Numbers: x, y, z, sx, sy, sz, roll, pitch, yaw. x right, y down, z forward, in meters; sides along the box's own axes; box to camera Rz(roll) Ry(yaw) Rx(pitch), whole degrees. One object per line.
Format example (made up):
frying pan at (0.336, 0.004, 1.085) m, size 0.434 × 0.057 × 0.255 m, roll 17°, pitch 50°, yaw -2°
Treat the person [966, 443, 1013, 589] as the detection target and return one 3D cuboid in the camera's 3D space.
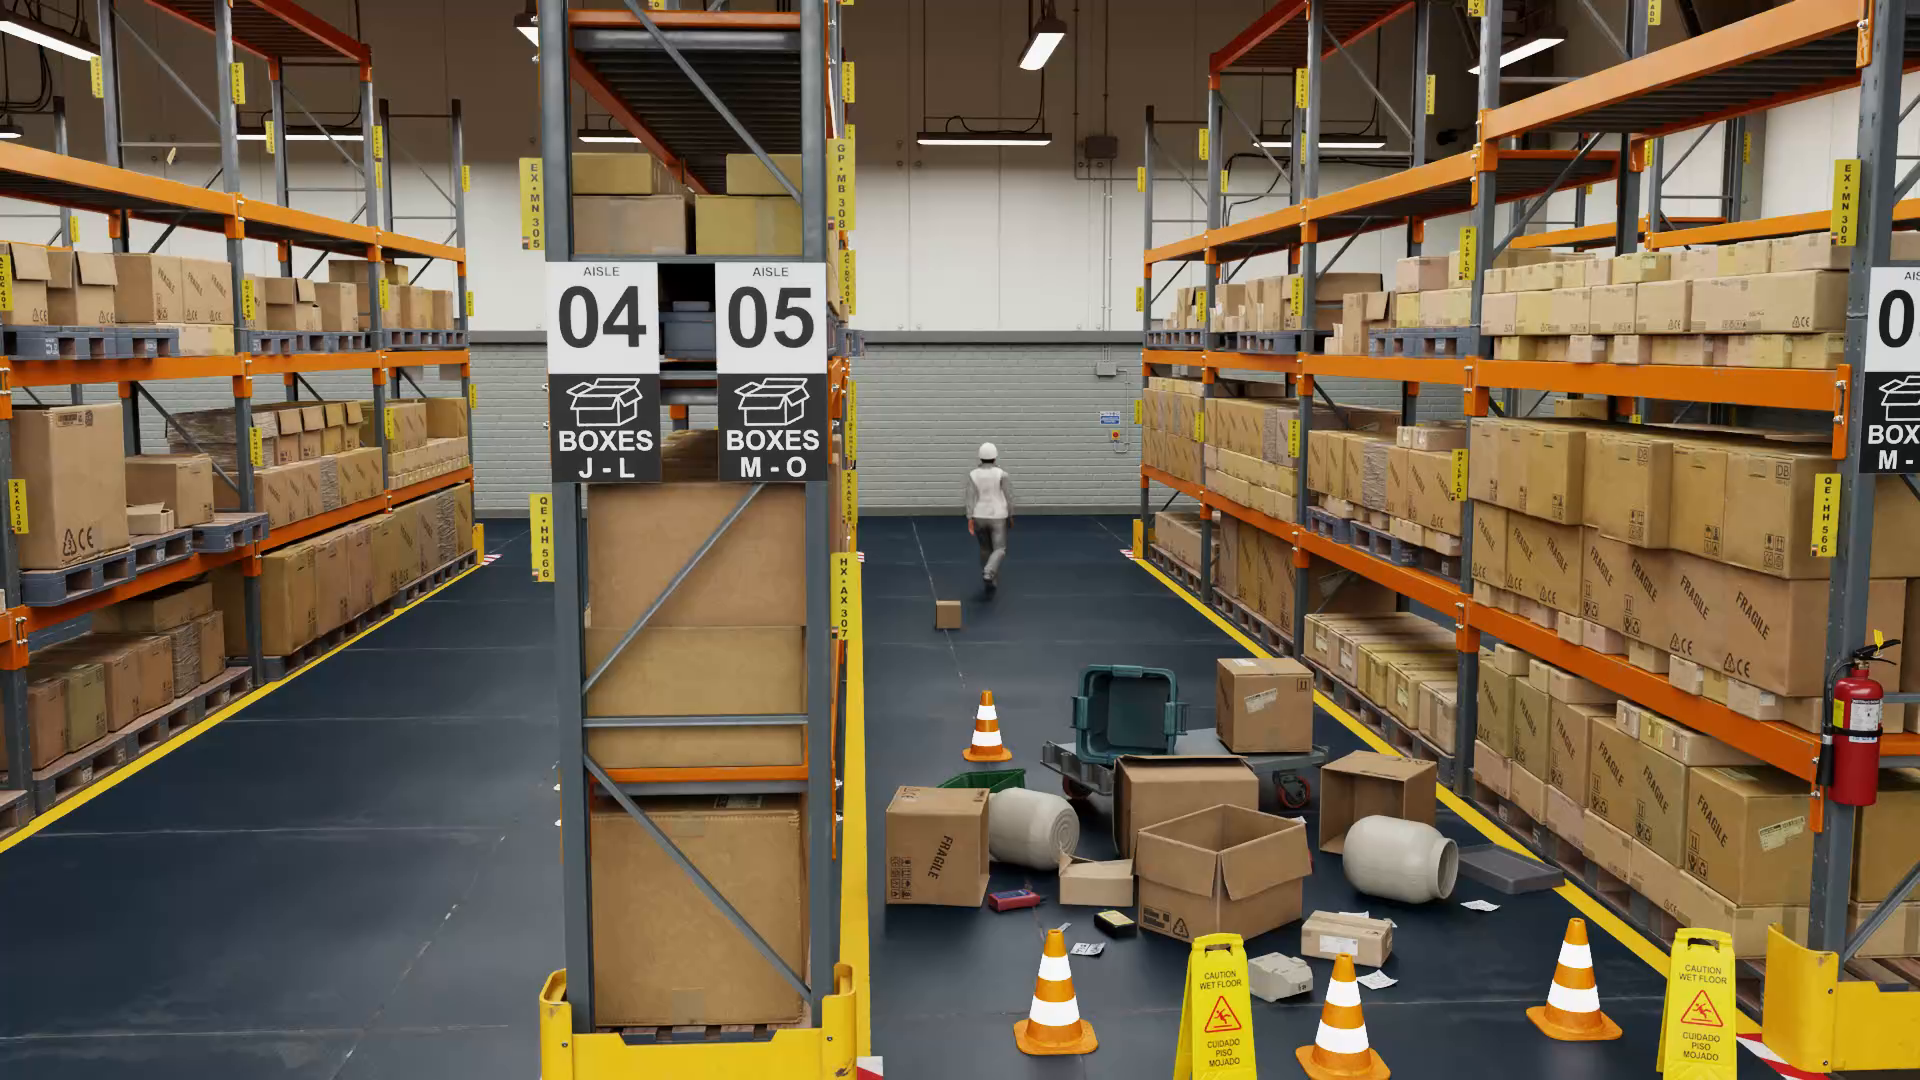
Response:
person at (0.339, -0.263, 19.293) m, size 0.530 × 1.735 × 0.931 m, roll 2°, pitch 7°, yaw 18°
